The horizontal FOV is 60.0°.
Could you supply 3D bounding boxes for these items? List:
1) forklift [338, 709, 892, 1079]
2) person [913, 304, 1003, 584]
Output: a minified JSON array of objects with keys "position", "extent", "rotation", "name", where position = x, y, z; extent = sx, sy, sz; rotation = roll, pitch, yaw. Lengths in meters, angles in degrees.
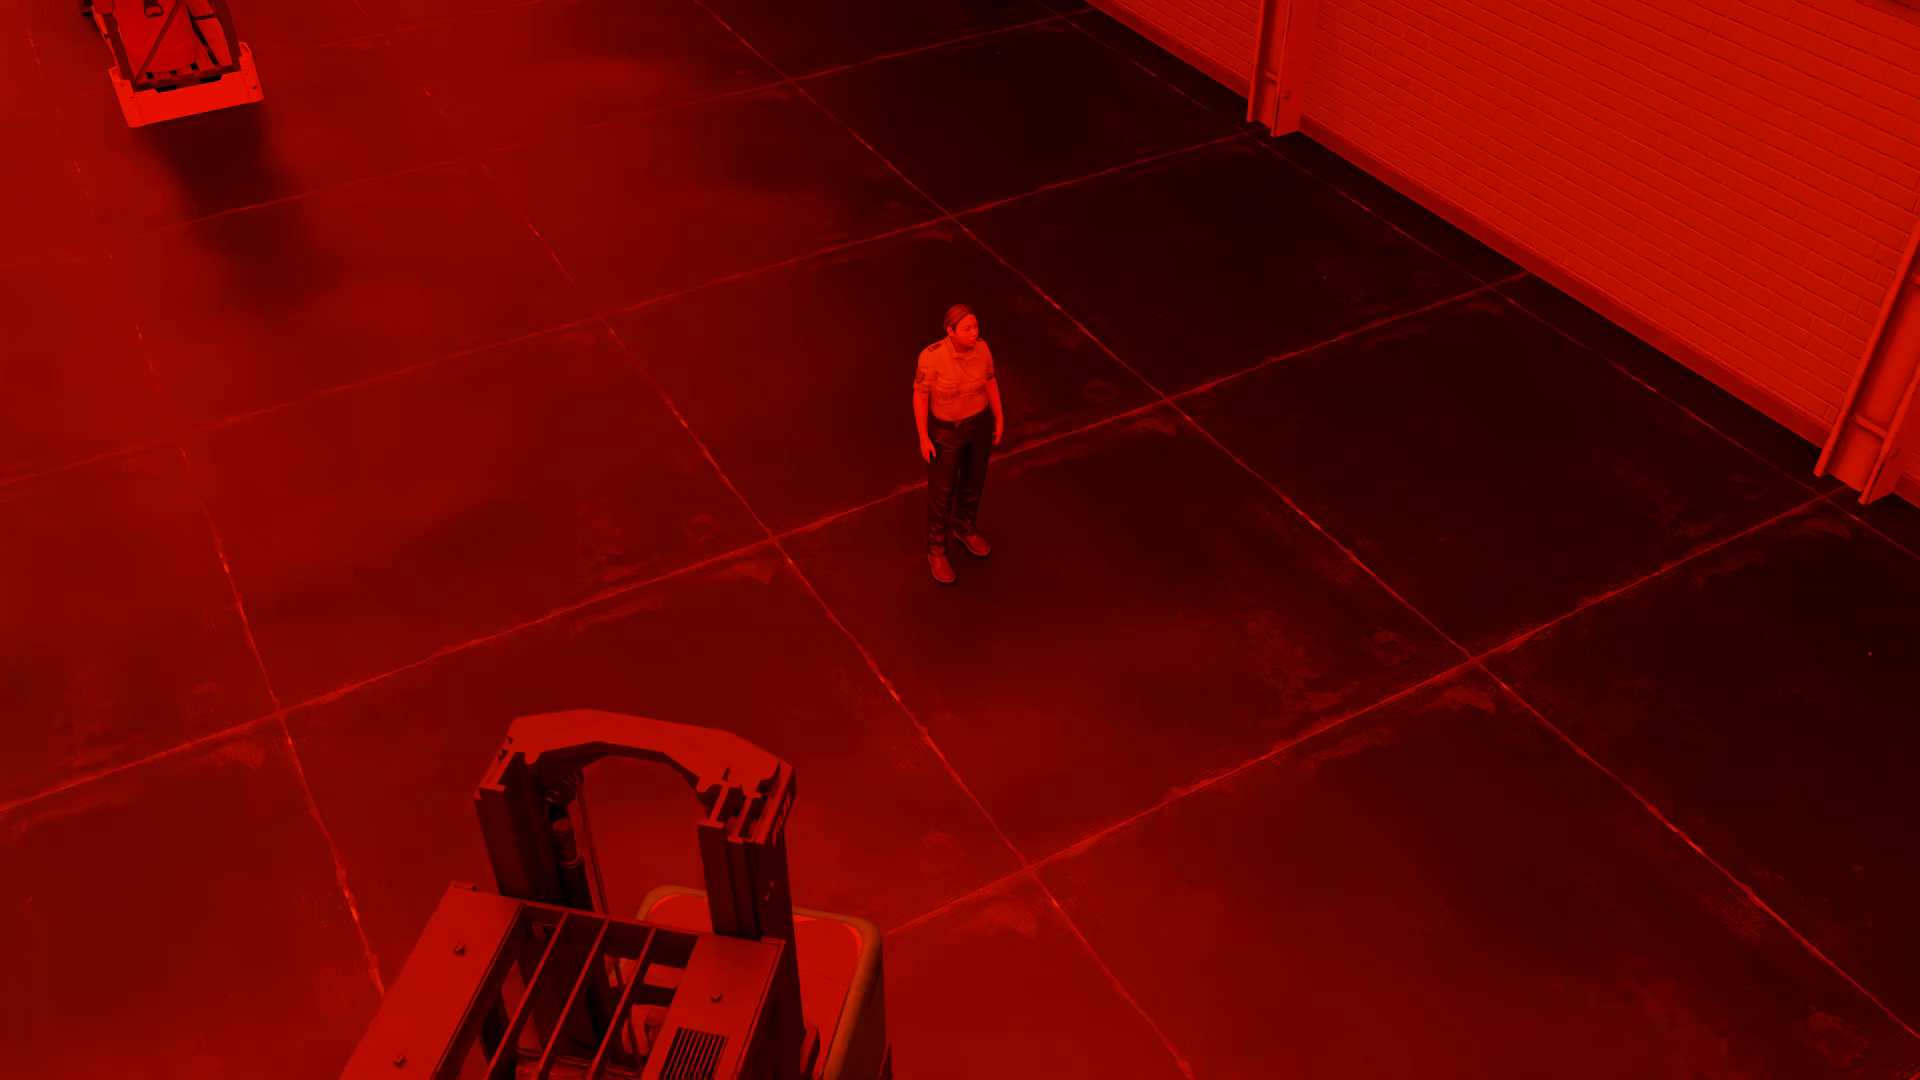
[{"position":[-1.114,2.108,5.494],"extent":[1.130,2.935,3.031],"rotation":[8,40,9],"name":"forklift"},{"position":[0.025,-0.582,9.733],"extent":[0.598,1.651,0.502],"rotation":[-20,44,-23],"name":"person"}]
